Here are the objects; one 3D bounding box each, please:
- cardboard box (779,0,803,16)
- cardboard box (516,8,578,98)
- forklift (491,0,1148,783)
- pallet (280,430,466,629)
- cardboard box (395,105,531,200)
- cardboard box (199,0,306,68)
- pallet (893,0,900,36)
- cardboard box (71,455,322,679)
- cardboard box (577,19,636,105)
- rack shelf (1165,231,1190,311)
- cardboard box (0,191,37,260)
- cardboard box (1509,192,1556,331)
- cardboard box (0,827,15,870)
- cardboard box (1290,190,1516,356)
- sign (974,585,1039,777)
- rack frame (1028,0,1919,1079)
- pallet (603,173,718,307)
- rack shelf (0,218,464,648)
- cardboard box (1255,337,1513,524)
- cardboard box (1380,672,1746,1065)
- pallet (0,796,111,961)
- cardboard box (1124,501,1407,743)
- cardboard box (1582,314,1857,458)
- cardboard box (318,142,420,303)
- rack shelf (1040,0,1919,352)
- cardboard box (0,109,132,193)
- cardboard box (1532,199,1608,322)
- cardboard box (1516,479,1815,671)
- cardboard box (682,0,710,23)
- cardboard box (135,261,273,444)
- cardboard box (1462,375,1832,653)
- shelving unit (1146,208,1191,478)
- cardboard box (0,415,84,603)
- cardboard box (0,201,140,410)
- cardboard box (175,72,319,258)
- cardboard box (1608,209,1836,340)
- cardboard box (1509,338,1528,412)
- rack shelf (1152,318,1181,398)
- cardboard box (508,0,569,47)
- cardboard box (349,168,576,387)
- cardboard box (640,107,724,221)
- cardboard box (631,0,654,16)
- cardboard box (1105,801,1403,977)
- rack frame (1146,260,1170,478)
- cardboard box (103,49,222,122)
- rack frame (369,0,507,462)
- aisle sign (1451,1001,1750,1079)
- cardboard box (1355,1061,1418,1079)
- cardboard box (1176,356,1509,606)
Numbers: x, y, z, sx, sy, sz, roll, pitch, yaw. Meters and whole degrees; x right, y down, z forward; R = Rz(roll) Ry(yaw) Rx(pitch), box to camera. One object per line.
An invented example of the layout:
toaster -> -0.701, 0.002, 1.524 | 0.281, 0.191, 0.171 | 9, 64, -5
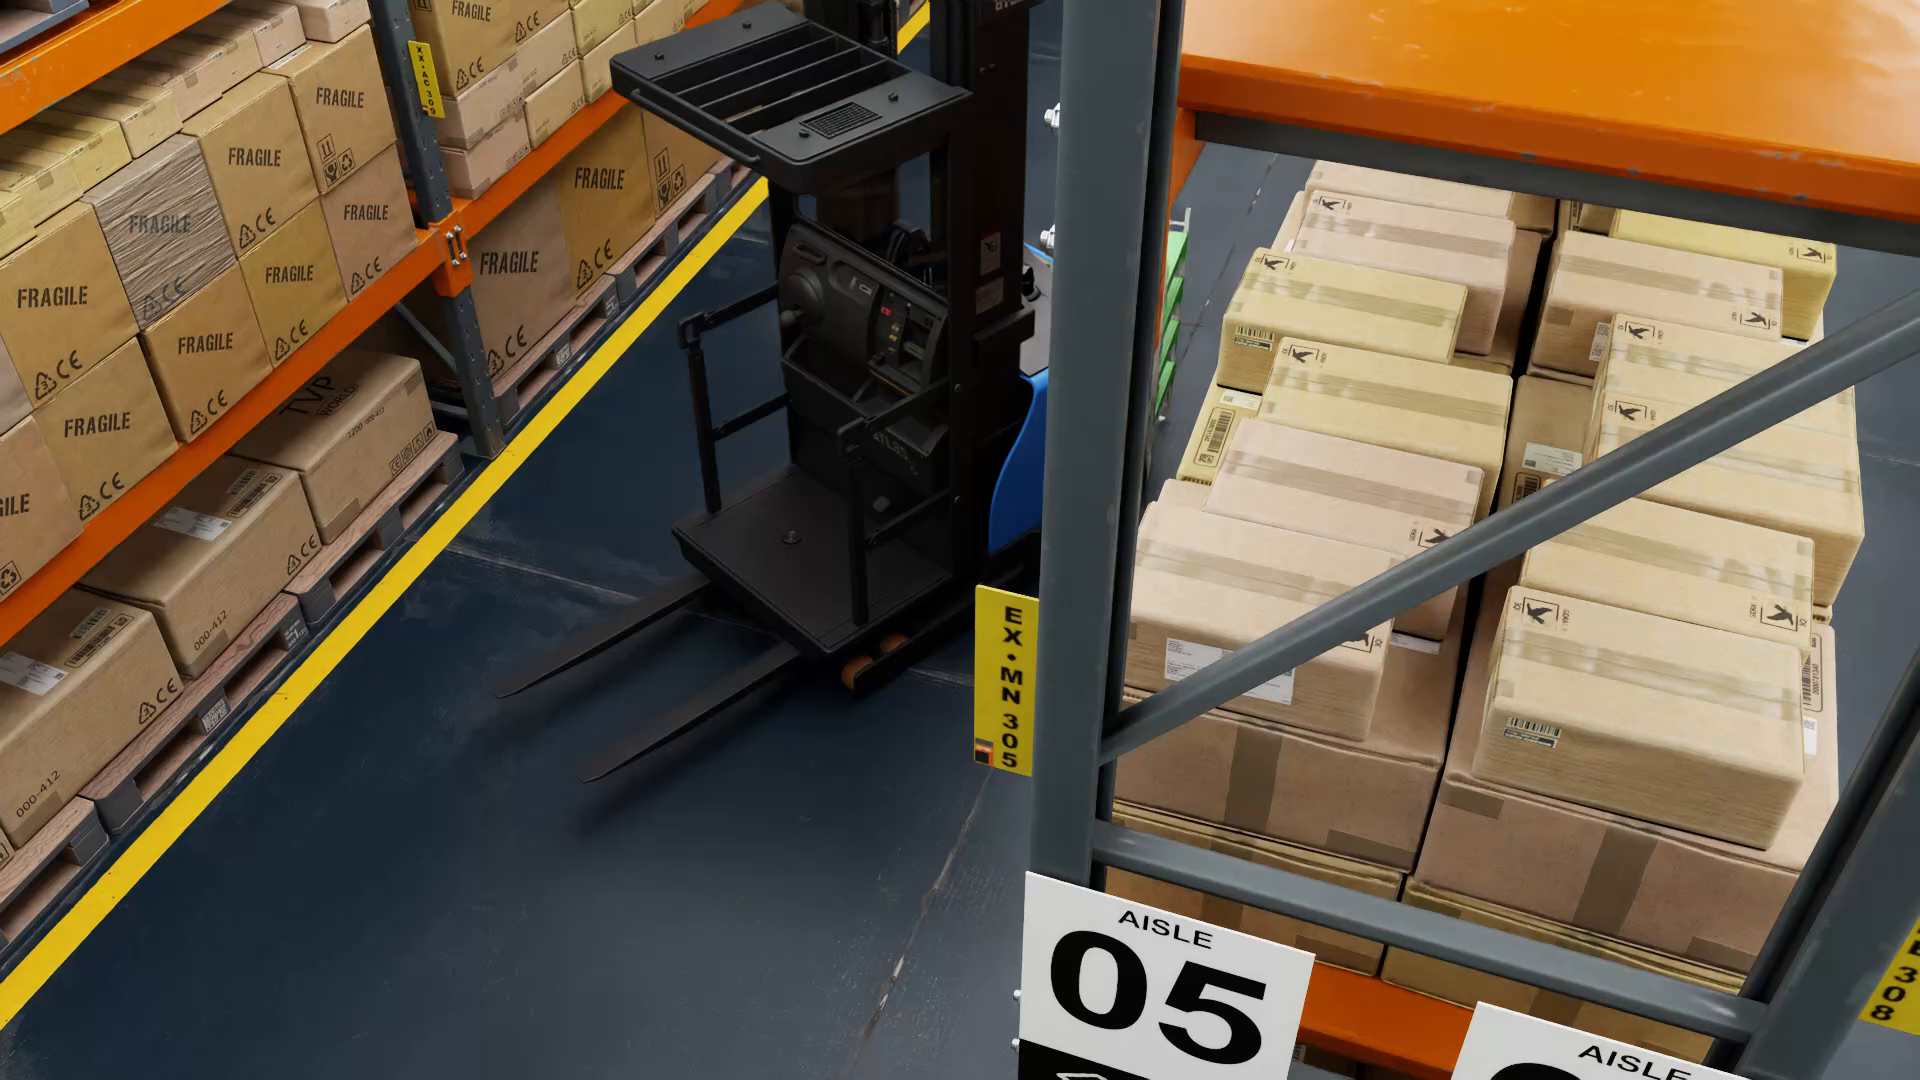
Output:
cardboard box -> -1.166, -3.614, 11.330 | 0.950, 0.372, 0.625 | 11, 42, 12
cardboard box -> -2.169, -2.335, 7.860 | 0.500, 0.250, 0.500 | 14, 42, 16
forklift -> -0.548, -0.858, 6.451 | 3.031, 2.935, 1.130 | -31, 49, -31
pallet -> -3.070, -0.165, 7.734 | 1.003, 0.211, 1.213 | 13, 42, 15
cardboard box -> -2.338, -1.825, 7.647 | 0.500, 0.250, 0.500 | 12, 42, 14
cardboard box -> -2.735, -1.942, 6.322 | 0.380, 0.149, 0.250 | 14, 43, 16
pallet -> -1.100, -3.527, 11.675 | 1.003, 0.211, 1.213 | 13, 42, 15
cardboard box -> -3.358, 0.048, 6.987 | 0.875, 0.438, 0.875 | 12, 42, 14
cardboard box -> -1.972, -2.450, 8.379 | 0.500, 0.250, 0.500 | 13, 42, 15
rack shelf -> 0.873, -1.253, 7.606 | 0.258, 0.148, 0.480 | 11, 42, 13
cardboard box -> -3.153, -0.989, 5.205 | 0.380, 0.149, 0.250 | 12, 42, 14
cardboard box -> 1.035, -0.736, 3.675 | 0.500, 0.250, 0.500 | 12, 42, 13
cardboard box -> -3.973, 1.158, 5.686 | 0.875, 0.438, 0.875 | 12, 42, 14
cardboard box -> 0.815, -0.501, 3.092 | 0.380, 0.149, 0.250 | 12, 42, 14
sign -> 0.067, 0.191, 2.175 | 0.100, 0.325, 0.005 | 13, 42, 15
rack frame -> 0.582, -0.478, 1.330 | 1.000, 3.000, 0.127 | 13, 42, 15
pallet -> -2.128, -1.845, 9.704 | 1.003, 0.211, 1.213 | 13, 42, 15
rack shelf -> -3.420, -0.179, 6.156 | 1.077, 0.370, 4.000 | 13, 42, 15
cardboard box -> 0.683, -0.175, 2.709 | 0.380, 0.149, 0.250 | 12, 42, 14
cardboard box -> 0.976, 0.504, 2.607 | 0.500, 0.250, 0.500 | 15, 43, 17
pallet -> -3.904, 1.323, 5.990 | 1.003, 0.211, 1.213 | 13, 42, 15
cardboard box -> 0.419, 0.111, 2.375 | 0.380, 0.149, 0.250 | 13, 42, 15
cardboard box -> 1.256, -0.217, 2.759 | 0.380, 0.149, 0.250 | 14, 42, 16
cardboard box -> -2.655, -1.370, 6.922 | 0.500, 0.500, 0.500 | 14, 42, 15
rack shelf -> 1.266, -1.422, 2.994 | 1.077, 0.370, 4.000 | 13, 42, 15
cardboard box -> -3.039, -1.313, 5.584 | 0.380, 0.149, 0.250 | 12, 42, 14
cardboard box -> 1.509, -0.613, 3.530 | 0.500, 0.250, 0.500 | 12, 42, 13
cardboard box -> 1.010, 0.080, 2.411 | 0.380, 0.149, 0.250 | 15, 43, 17
cardboard box -> -1.645, -3.070, 9.106 | 0.500, 0.250, 0.500 | 13, 42, 15
cardboard box -> -2.984, -0.746, 6.189 | 0.500, 0.500, 0.500 | 13, 42, 14
cardboard box -> 1.154, 0.002, 2.810 | 0.500, 0.250, 0.500 | 13, 42, 15
shelving unit -> 0.873, -0.936, 7.876 | 0.258, 1.200, 0.503 | 11, 42, 13
cardboard box -> -3.333, -0.120, 5.457 | 0.500, 0.500, 0.500 | 13, 42, 15
cardboard box -> -3.164, -0.817, 5.503 | 0.500, 0.500, 0.500 | 13, 42, 15
cardboard box -> -2.820, -1.434, 6.226 | 0.500, 0.500, 0.500 | 13, 42, 14
cardboard box -> 1.424, -0.538, 3.135 | 0.380, 0.149, 0.250 | 15, 43, 16
cardboard box -> 1.324, -0.134, 3.354 | 0.500, 0.250, 0.500 | 12, 42, 14
rack shelf -> 0.873, -0.887, 7.918 | 0.258, 0.148, 0.480 | 11, 42, 13
cardboard box -> -2.168, -2.611, 7.606 | 0.500, 0.500, 0.500 | 13, 42, 15
cardboard box -> -2.600, -1.419, 8.370 | 0.875, 0.875, 0.875 | 15, 43, 16
cardboard box -> -1.992, -2.517, 9.656 | 0.875, 0.875, 0.875 | 14, 42, 16
cardboard box -> -1.801, -2.946, 8.576 | 0.500, 0.250, 0.500 | 12, 42, 14
cardboard box -> 0.489, 0.384, 2.746 | 0.500, 0.250, 0.500 | 12, 42, 14
rack frame -> 0.802, -0.785, 7.699 | 0.240, 1.200, 0.015 | 11, 42, 13
cardboard box -> -2.899, -1.634, 5.960 | 0.380, 0.149, 0.250 | 13, 42, 15
rack frame -> -2.737, -1.672, 7.352 | 1.000, 3.000, 0.127 | 13, 42, 15
aisle sign -> 0.839, 0.927, 2.303 | 0.394, 0.787, 0.004 | 13, 42, 15
cardboard box -> 0.985, 1.058, 3.076 | 0.500, 0.500, 0.500 | 13, 42, 15
cardboard box -> 0.674, -0.119, 2.952 | 0.500, 0.250, 0.500 | 12, 42, 14
